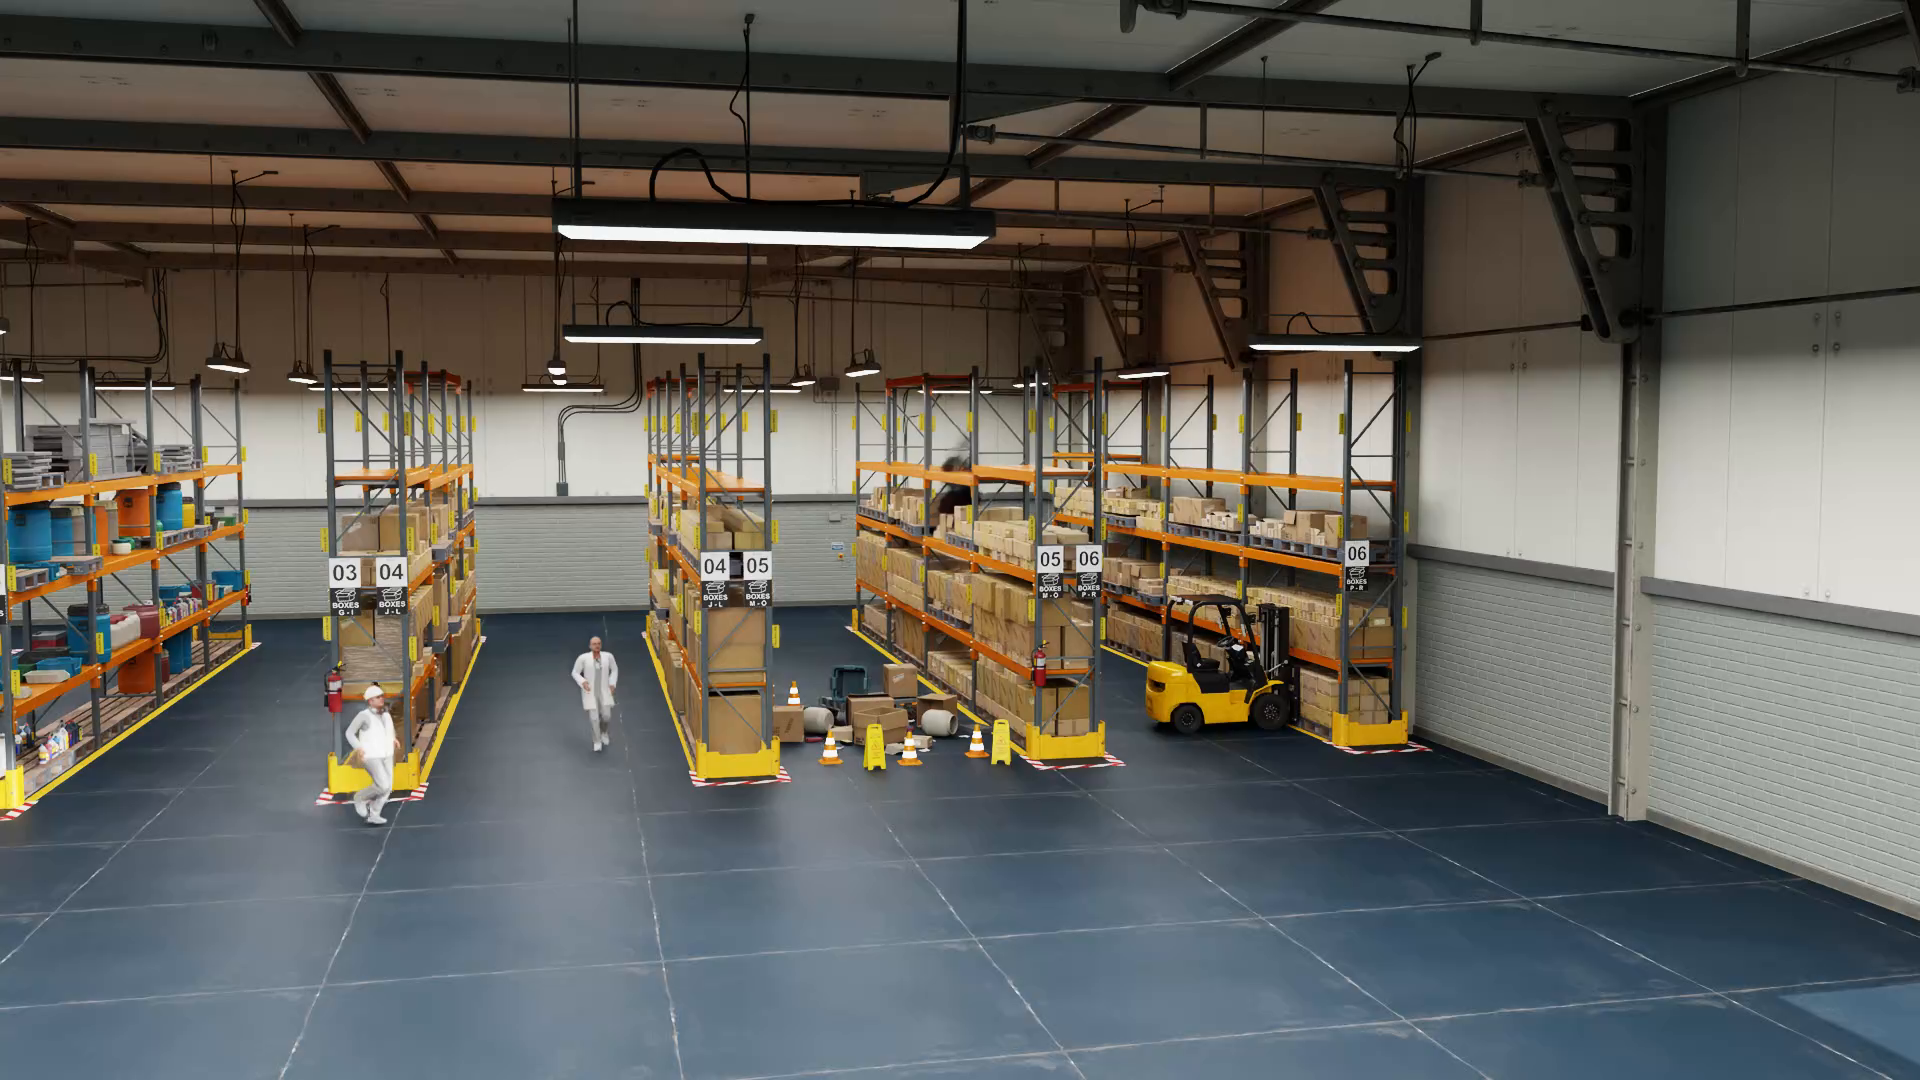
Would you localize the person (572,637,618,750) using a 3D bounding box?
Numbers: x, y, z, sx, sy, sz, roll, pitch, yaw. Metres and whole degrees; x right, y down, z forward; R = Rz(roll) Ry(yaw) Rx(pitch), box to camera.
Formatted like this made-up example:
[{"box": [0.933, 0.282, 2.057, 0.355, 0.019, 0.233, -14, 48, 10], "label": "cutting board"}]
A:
[{"box": [-5.589, 2.355, 25.539, 0.716, 1.743, 0.630, -1, 4, -19], "label": "person"}]

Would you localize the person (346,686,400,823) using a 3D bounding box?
[{"box": [-7.282, 2.696, 20.821, 0.575, 1.729, 0.657, 2, 4, 27], "label": "person"}]
